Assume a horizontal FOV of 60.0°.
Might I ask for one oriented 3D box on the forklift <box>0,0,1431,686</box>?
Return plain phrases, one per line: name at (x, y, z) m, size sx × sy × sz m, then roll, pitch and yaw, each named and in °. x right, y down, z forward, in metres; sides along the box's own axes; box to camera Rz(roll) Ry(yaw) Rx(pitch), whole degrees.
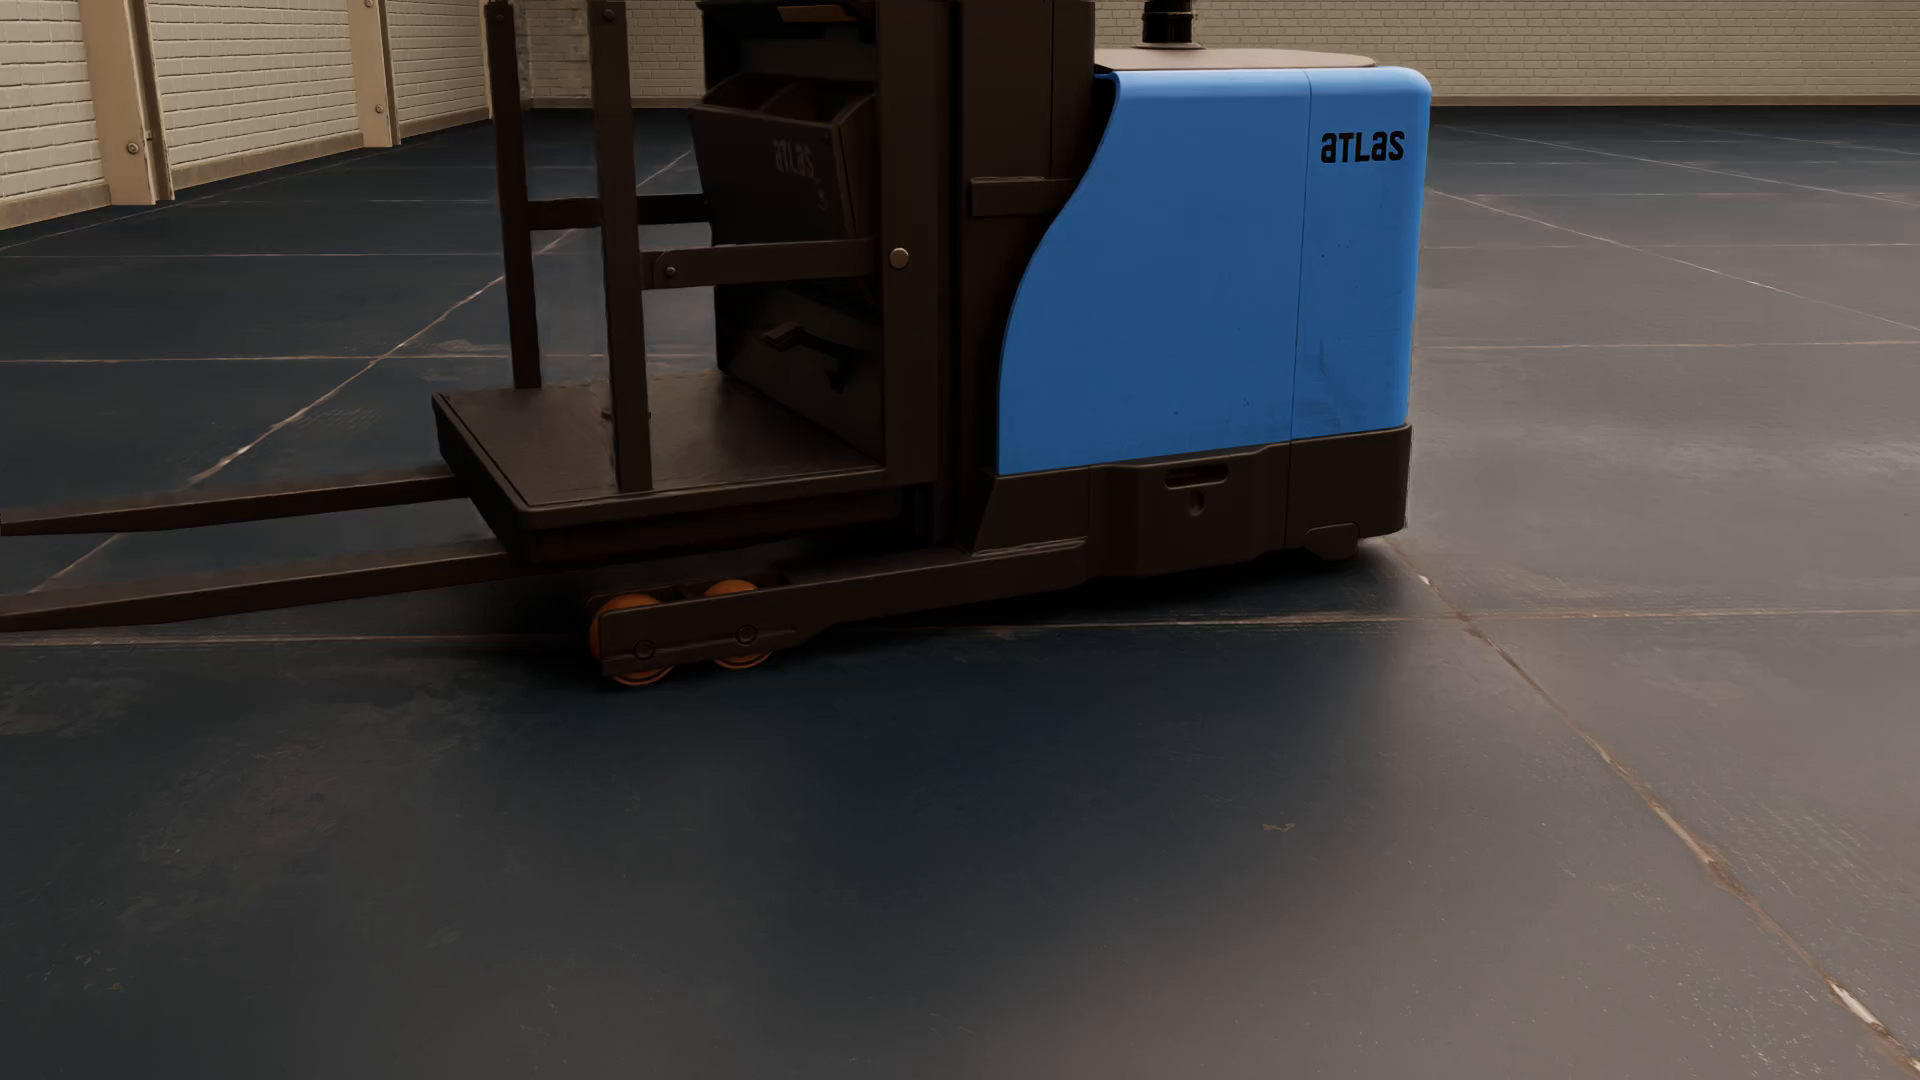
forklift at (-0.550, -1.310, 3.191) m, size 3.031 × 2.935 × 1.130 m, roll -8°, pitch 19°, yaw -24°
